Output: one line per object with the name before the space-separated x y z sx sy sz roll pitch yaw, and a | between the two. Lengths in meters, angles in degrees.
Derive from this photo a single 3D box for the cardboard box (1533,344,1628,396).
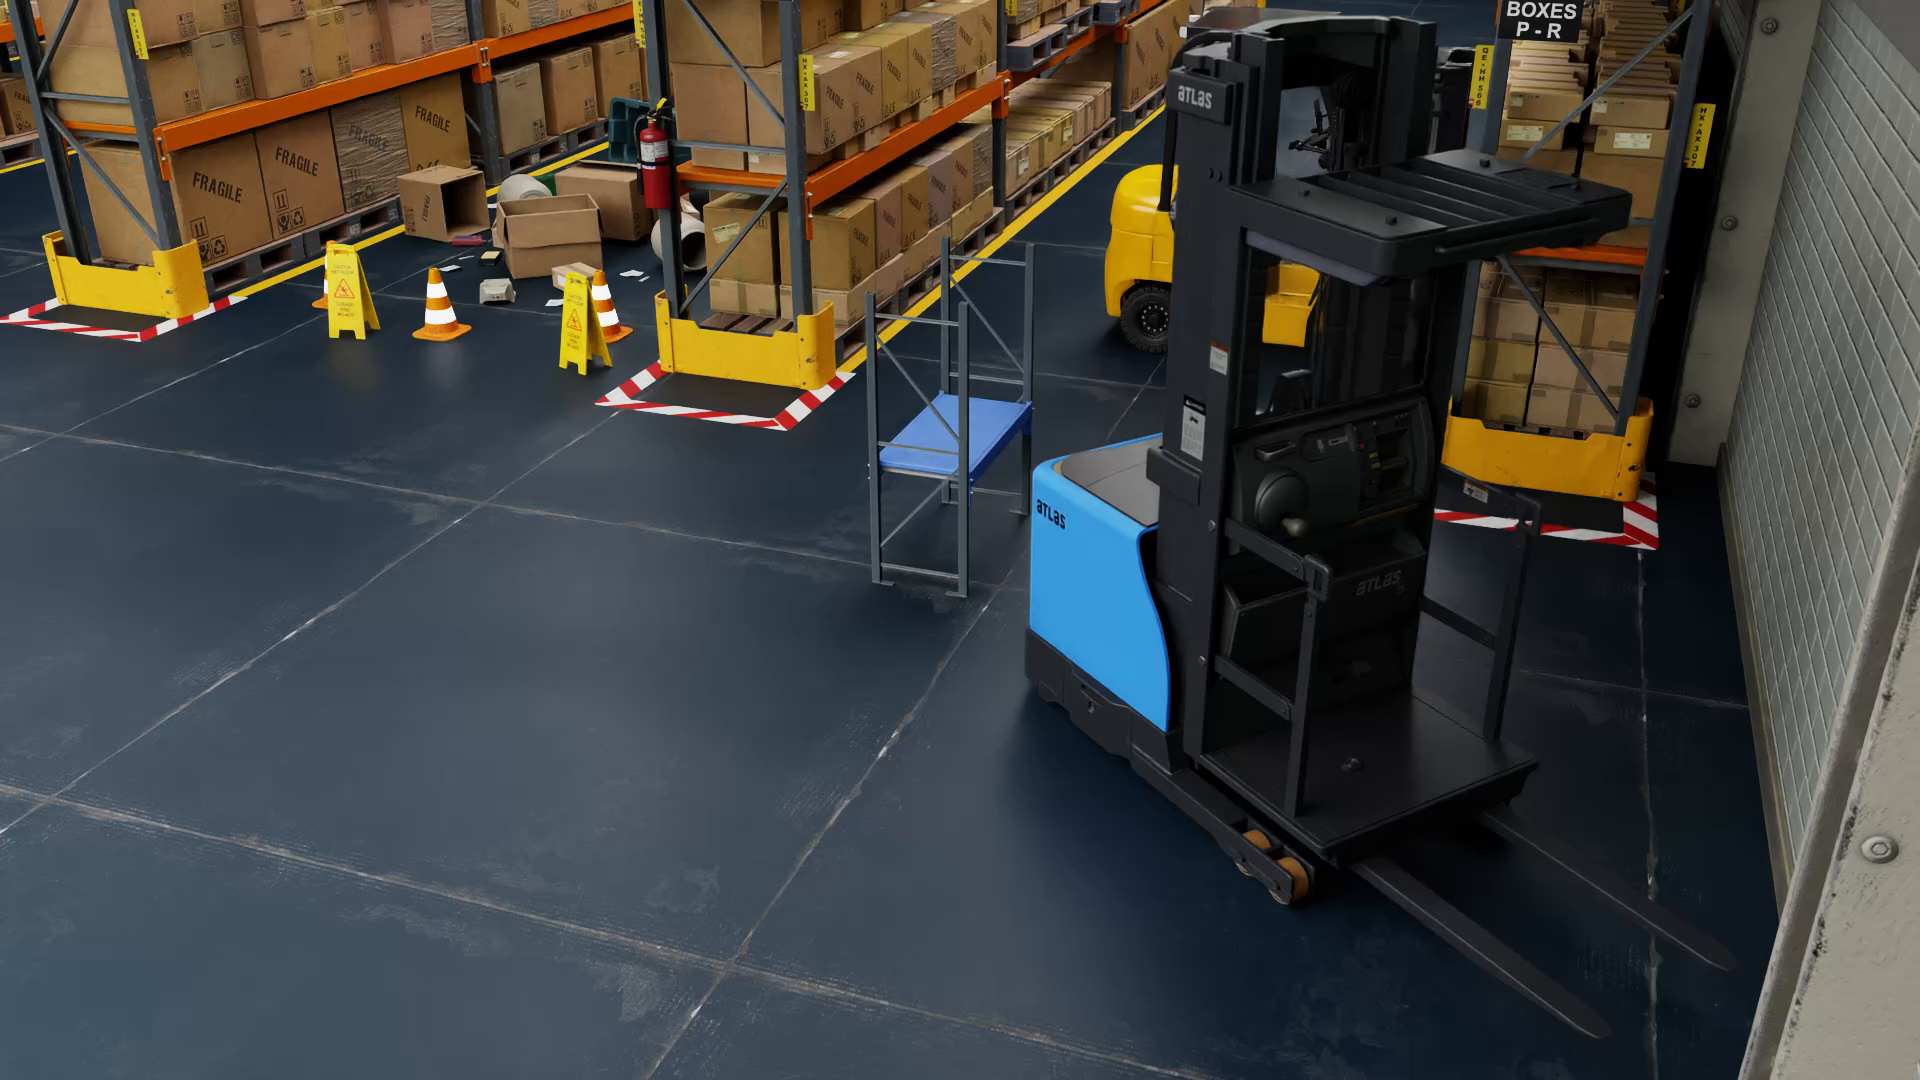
cardboard box | 3.599 -1.057 9.590 0.500 0.250 0.500 9 27 18

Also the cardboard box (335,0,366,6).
cardboard box | -5.344 -4.718 13.640 0.875 0.550 0.550 9 27 17

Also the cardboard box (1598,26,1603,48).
cardboard box | 4.713 -3.529 11.737 0.380 0.149 0.250 9 27 17

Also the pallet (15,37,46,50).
pallet | -12.566 -6.953 22.869 1.003 0.211 1.213 9 27 17

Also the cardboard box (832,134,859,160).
cardboard box | -0.892 -2.635 11.039 0.380 0.149 0.250 8 27 16

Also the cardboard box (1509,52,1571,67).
cardboard box | 3.416 -2.798 9.886 0.380 0.149 0.250 9 27 19

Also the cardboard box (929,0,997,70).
cardboard box | -0.018 -4.040 13.195 0.500 0.500 0.500 8 27 16

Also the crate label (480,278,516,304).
crate label | -3.466 -1.864 12.443 0.250 0.136 0.298 -5 26 -9

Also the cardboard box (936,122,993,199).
cardboard box | -0.048 -3.086 13.495 0.500 0.500 0.500 8 27 17

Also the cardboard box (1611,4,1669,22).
cardboard box | 4.756 -3.657 11.660 0.380 0.149 0.250 9 27 18

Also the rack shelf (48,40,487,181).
rack shelf | -5.472 -3.610 13.589 1.077 0.370 4.000 9 27 17

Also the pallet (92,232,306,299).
pallet | -5.945 -2.197 13.045 1.003 0.211 1.213 9 27 17

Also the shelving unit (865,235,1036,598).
shelving unit | -0.028 -0.640 8.351 0.538 1.500 1.048 9 27 17

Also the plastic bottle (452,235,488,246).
plastic bottle | -4.063 -2.487 13.816 0.283 0.061 0.133 0 26 -1

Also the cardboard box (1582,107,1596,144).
cardboard box | 3.626 -2.267 9.130 0.380 0.149 0.250 9 27 17

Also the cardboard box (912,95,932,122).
cardboard box | -0.424 -3.160 12.123 0.380 0.149 0.250 9 27 18

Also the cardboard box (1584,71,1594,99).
cardboard box | 4.353 -2.767 10.909 0.500 0.500 0.500 8 27 16

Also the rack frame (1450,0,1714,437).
rack frame | 3.246 -1.717 8.855 1.000 3.000 0.127 9 27 17

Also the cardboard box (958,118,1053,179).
cardboard box | 0.304 -3.597 15.272 0.950 0.372 0.625 11 28 21

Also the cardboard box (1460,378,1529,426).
cardboard box | 3.105 -0.908 9.856 0.500 0.250 0.500 9 27 18

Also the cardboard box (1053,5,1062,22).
cardboard box | 0.700 -4.766 14.959 0.380 0.149 0.250 9 27 18

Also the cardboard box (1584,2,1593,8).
cardboard box | 4.682 -4.072 12.859 0.380 0.149 0.250 9 27 17

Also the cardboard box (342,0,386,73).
cardboard box | -5.370 -4.236 13.884 0.875 0.550 0.550 9 27 17

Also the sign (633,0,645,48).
sign | -1.952 -3.188 10.200 0.100 0.325 0.005 9 27 17

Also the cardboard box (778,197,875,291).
cardboard box | -0.899 -2.026 11.305 0.500 0.500 0.500 8 27 16

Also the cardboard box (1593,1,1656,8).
cardboard box | 5.509 -4.316 13.820 0.500 0.250 0.500 8 27 16

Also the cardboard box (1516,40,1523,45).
cardboard box | 3.870 -3.316 10.956 0.380 0.149 0.250 8 27 17

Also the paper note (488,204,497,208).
paper note | -4.176 -3.012 14.935 0.147 0.020 0.142 -9 27 -18

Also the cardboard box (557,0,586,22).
cardboard box | -4.041 -5.390 16.326 0.500 0.500 0.500 9 27 17

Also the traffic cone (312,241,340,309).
traffic cone | -4.621 -1.982 12.313 0.336 0.463 0.334 9 27 17

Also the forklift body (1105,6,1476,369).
forklift body | 2.157 -2.379 11.196 2.313 2.155 1.214 9 27 17

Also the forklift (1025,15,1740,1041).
forklift | 1.471 -0.232 5.865 1.130 2.935 3.031 -15 29 -27

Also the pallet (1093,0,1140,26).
pallet | 1.090 -5.328 16.533 1.213 0.211 1.003 9 27 17

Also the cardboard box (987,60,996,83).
cardboard box | 0.076 -3.790 13.424 0.380 0.149 0.250 8 27 17

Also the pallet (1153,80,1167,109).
pallet | 1.968 -5.281 19.415 1.003 0.211 1.213 9 27 17

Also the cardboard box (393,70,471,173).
cardboard box | -5.081 -3.740 14.989 0.875 0.875 0.875 9 27 18

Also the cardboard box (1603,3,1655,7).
cardboard box | 5.119 -4.017 12.744 0.380 0.149 0.250 9 27 17

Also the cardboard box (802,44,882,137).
cardboard box | -0.847 -2.982 11.011 0.500 0.500 0.500 10 27 19

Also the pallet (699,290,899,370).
pallet | -1.107 -1.540 11.689 1.003 0.211 1.213 9 27 17

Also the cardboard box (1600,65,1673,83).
cardboard box | 3.849 -2.608 9.494 0.380 0.149 0.250 9 27 18

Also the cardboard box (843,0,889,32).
cardboard box | -0.926 -3.922 11.805 0.700 0.500 0.500 9 27 17

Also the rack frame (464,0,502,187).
rack frame | -4.806 -4.756 15.130 1.000 3.000 0.127 9 27 17

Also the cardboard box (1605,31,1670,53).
cardboard box | 4.300 -3.135 10.583 0.380 0.149 0.250 8 27 17

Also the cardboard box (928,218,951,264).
cardboard box | -0.389 -2.320 12.773 0.500 0.250 0.500 9 27 18

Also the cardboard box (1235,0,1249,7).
cardboard box | 3.467 -7.383 23.016 0.875 0.438 0.875 9 27 19

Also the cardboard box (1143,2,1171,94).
cardboard box | 1.835 -5.594 18.817 0.875 0.875 0.875 9 27 18

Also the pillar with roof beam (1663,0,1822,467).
pillar with roof beam | 0.268 -5.197 9.158 9.100 9.000 0.400 9 27 17

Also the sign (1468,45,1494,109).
sign | 2.739 -2.429 8.725 0.100 0.325 0.005 9 27 17

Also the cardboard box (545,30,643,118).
cardboard box | -4.050 -4.979 17.691 1.050 0.750 0.750 9 27 18

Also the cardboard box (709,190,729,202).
cardboard box | -1.744 -2.712 13.776 0.500 0.500 0.500 -14 29 -27

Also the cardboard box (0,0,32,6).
cardboard box | -9.658 -5.519 16.251 0.875 0.500 0.500 9 27 17
